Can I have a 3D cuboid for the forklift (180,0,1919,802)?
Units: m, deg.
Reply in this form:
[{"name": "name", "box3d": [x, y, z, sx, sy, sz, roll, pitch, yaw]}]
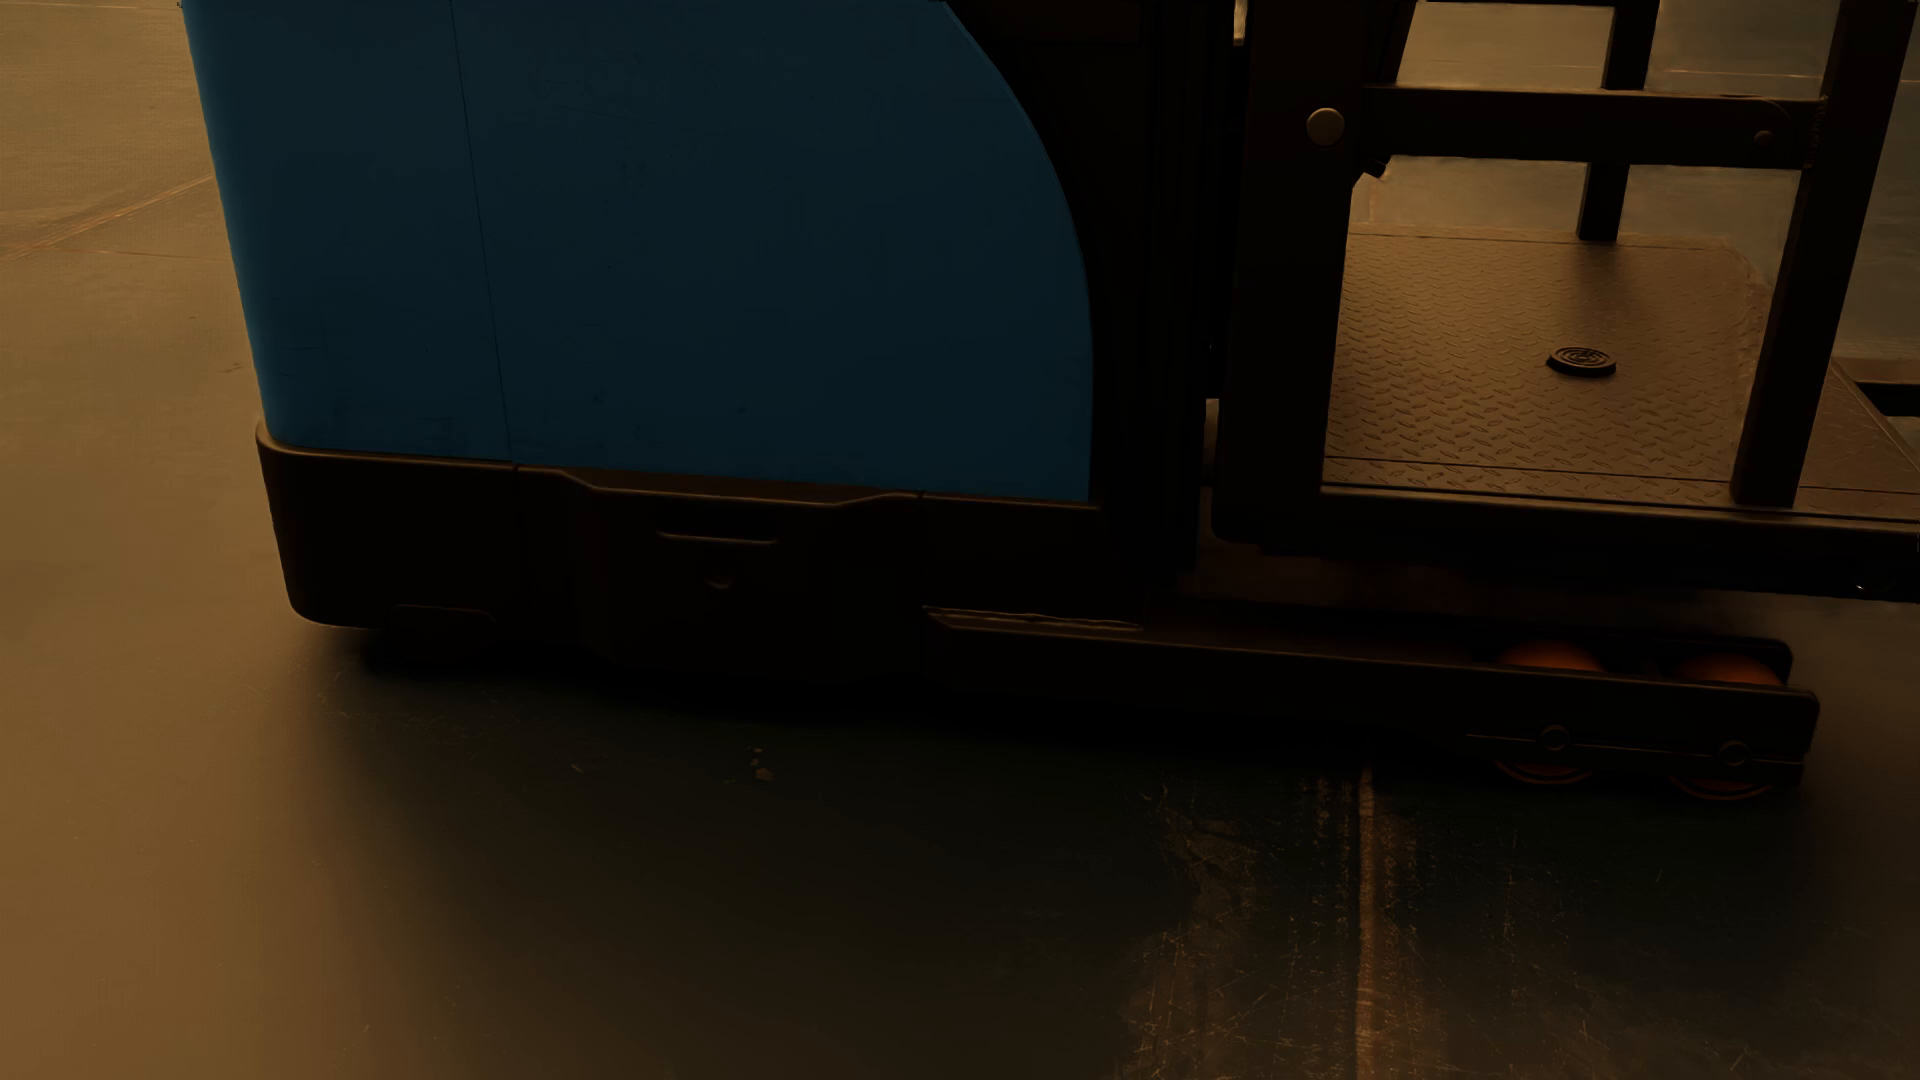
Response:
[{"name": "forklift", "box3d": [0.675, -1.267, 1.758, 3.031, 2.935, 1.130, 4, 27, 8]}]
